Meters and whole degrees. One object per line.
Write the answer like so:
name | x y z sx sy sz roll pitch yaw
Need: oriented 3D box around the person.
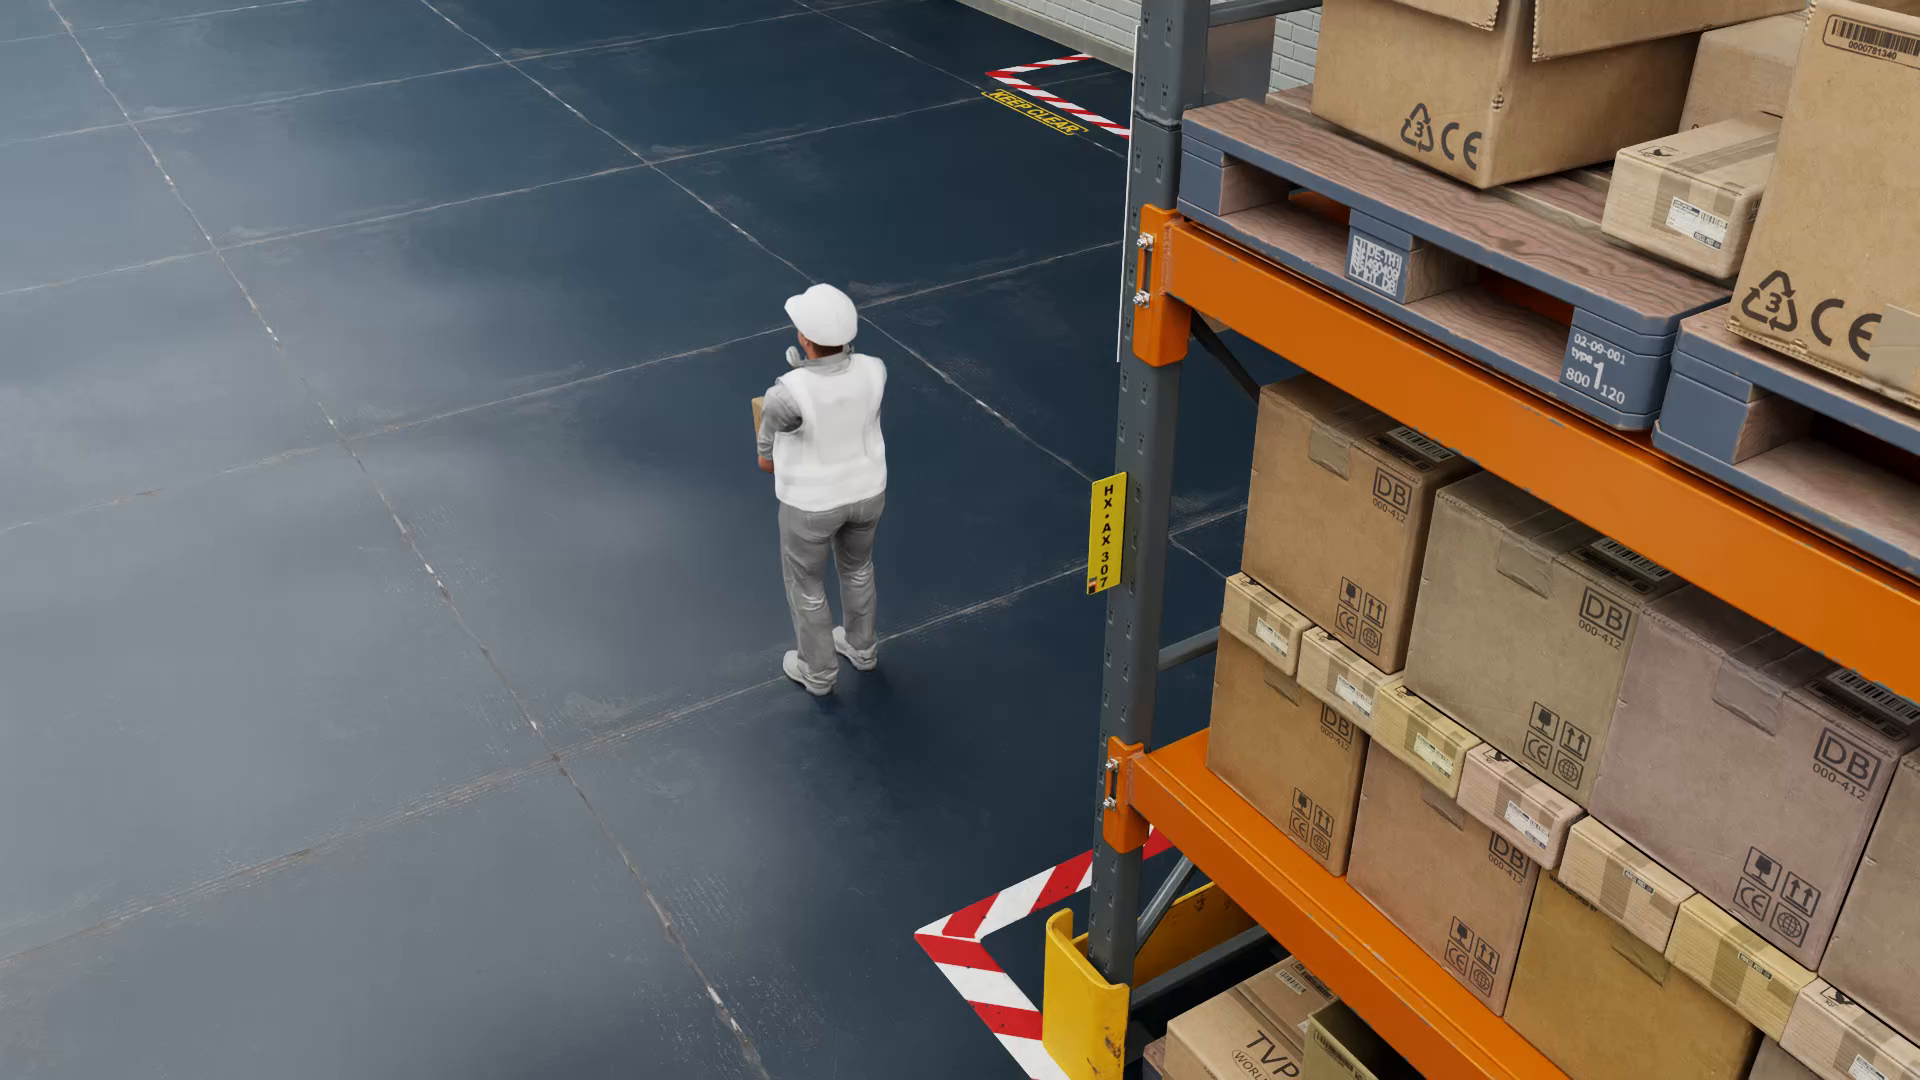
person | -0.560 -0.226 6.478 0.494 1.762 0.550 -18 37 -26
